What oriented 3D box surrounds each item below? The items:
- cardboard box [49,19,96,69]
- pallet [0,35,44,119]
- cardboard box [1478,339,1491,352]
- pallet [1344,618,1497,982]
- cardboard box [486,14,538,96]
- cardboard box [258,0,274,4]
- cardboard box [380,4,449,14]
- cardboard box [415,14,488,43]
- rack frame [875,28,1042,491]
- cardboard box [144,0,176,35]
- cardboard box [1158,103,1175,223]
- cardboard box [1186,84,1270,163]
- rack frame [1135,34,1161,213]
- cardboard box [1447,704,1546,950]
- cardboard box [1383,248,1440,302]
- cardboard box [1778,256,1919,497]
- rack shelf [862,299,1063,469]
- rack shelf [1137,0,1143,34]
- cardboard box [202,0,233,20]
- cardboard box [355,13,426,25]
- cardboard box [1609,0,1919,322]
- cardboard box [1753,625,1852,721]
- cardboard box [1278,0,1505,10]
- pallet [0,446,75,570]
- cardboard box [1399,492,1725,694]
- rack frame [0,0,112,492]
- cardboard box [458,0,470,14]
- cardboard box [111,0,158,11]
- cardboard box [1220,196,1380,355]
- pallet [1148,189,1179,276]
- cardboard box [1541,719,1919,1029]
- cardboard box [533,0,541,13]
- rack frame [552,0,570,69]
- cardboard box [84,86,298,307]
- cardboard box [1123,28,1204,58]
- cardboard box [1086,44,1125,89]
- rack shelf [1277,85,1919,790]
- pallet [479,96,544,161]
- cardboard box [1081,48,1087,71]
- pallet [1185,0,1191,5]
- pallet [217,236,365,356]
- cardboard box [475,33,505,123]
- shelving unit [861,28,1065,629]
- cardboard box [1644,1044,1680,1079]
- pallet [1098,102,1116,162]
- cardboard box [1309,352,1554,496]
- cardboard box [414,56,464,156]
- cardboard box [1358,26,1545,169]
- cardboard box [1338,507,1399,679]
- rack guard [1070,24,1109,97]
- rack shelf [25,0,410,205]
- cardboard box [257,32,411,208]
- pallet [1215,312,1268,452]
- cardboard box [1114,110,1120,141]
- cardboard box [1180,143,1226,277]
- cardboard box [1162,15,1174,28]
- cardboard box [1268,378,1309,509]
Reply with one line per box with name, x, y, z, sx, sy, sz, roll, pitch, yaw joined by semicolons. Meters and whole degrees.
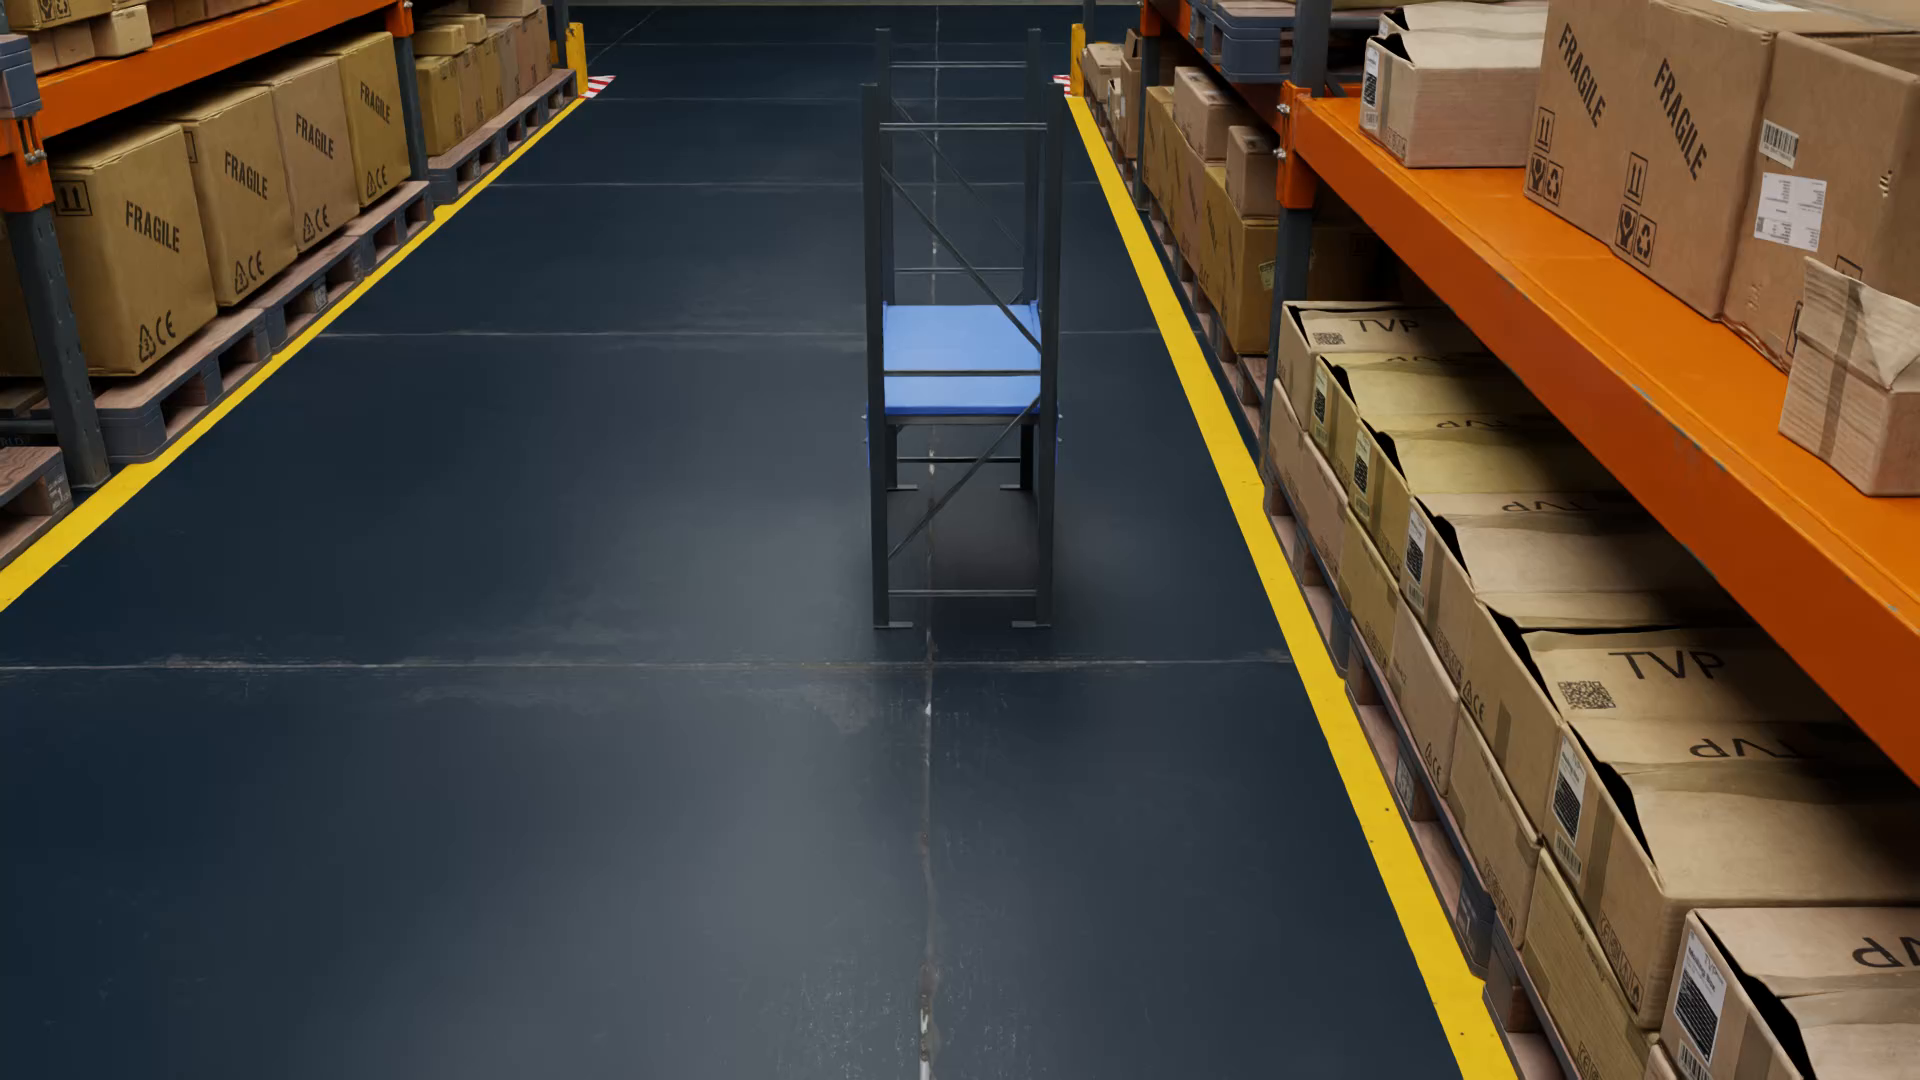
cardboard box;-3.184;-1.689;5.625;0.380;0.149;0.250;0;24;0
pallet;-3.304;-1.173;4.437;1.213;0.211;1.003;0;24;-1
cardboard box;1.787;-0.557;4.988;0.500;0.311;0.500;0;24;1
pallet;1.515;0.534;3.814;1.003;0.211;1.213;0;24;-1
cardboard box;-3.392;-3.409;11.671;0.700;0.500;0.500;0;24;-1
cardboard box;-3.205;-2.435;7.275;0.380;0.149;0.250;-1;24;-2
cardboard box;-3.584;-3.439;10.950;0.380;0.149;0.250;0;24;0
cardboard box;-3.195;-3.216;10.457;0.380;0.149;0.250;-1;24;-2
rack frame;-0.005;-0.858;5.326;0.500;1.500;0.032;0;24;-1
cardboard box;-3.240;-2.009;6.333;0.380;0.149;0.250;0;24;1
cardboard box;1.270;-1.867;8.238;0.500;0.500;0.500;0;24;0
cardboard box;1.270;-1.810;7.202;0.500;0.250;0.500;-1;24;-2
rack frame;1.491;-3.226;8.743;1.000;3.000;0.127;0;24;-1
cardboard box;1.274;0.543;3.236;0.500;0.250;0.500;0;24;1
cardboard box;1.816;-0.828;5.941;0.500;0.500;0.500;1;24;2
cardboard box;1.385;-0.230;2.281;0.396;0.266;0.258;-1;24;-2
rack shelf;0.001;-0.484;4.937;0.538;0.185;1.000;0;24;-1
rack shelf;1.469;-3.722;10.713;1.077;0.370;4.000;0;24;-1
cardboard box;-3.218;-2.217;6.793;0.380;0.149;0.250;0;24;0
cardboard box;-3.578;-3.228;10.484;0.380;0.149;0.250;0;24;0
cardboard box;1.575;-0.715;3.070;0.500;0.500;0.500;0;24;0
cardboard box;1.816;0.285;3.125;0.500;0.311;0.500;-1;24;-2
cardboard box;1.415;-2.074;5.564;0.700;0.500;0.500;-9;26;-18
pallet;-3.411;0.039;4.909;1.003;0.211;1.213;0;24;-1
cardboard box;1.271;0.084;3.571;0.500;0.311;0.500;-1;24;-1
rack frame;-3.418;-1.554;5.046;1.000;3.000;0.127;0;24;-1
cardboard box;-3.591;-3.649;11.415;0.380;0.149;0.250;0;24;0
cardboard box;-3.164;-2.161;5.882;0.500;0.500;0.500;1;24;1
cardboard box;1.290;-1.024;6.373;0.500;0.500;0.500;1;24;2
pallet;1.538;-1.620;8.577;1.003;0.211;1.213;0;24;-1
cardboard box;1.276;0.496;2.659;0.500;0.311;0.500;0;24;1
cardboard box;-3.214;-3.858;11.878;0.380;0.149;0.250;-1;24;-1
rack frame;-3.506;-4.850;12.335;1.000;3.000;0.127;0;24;-1
cardboard box;-3.298;-1.430;6.872;0.750;0.750;0.750;0;24;-1
cardboard box;1.466;-3.063;10.878;0.797;0.503;0.637;0;24;-1
cardboard box;1.175;-3.391;11.909;0.500;0.250;0.500;0;24;-1
rack shelf;1.557;-0.426;3.425;1.077;0.370;4.000;0;24;-1
pallet;-3.408;-2.749;11.073;1.003;0.211;1.213;0;24;-1
cardboard box;1.109;-3.602;12.499;0.380;0.149;0.250;0;24;-1
pallet;1.509;-2.292;6.910;1.003;0.211;1.213;0;24;-1
pallet;-3.362;-1.110;7.448;1.003;0.211;1.213;0;24;-1
cardboard box;-3.373;-2.982;10.727;0.700;0.500;0.500;0;24;1
shelving unit;0.001;-0.648;4.863;0.538;1.500;1.048;0;24;-1
cardboard box;1.284;0.962;2.309;0.500;0.250;0.500;0;24;-1
pallet;1.469;-2.742;11.058;1.003;0.211;1.213;0;24;-1
cardboard box;1.261;-0.338;4.504;0.500;0.311;0.500;-1;24;-2
cardboard box;-3.368;-2.563;9.801;0.700;0.500;0.500;0;24;0
cardboard box;1.351;-1.168;4.300;0.500;0.311;0.500;-1;24;-1
cardboard box;1.265;0.122;4.167;0.500;0.250;0.500;-1;24;-2
rack guard;1.448;-3.704;12.833;1.175;0.500;0.348;0;24;-1
rack shelf;-3.440;-2.050;7.016;1.077;0.370;4.000;0;24;-1
cardboard box;-3.325;-2.147;8.456;0.750;0.750;0.750;0;24;0
pallet;1.565;-0.615;6.354;1.003;0.211;1.213;0;24;-1
cardboard box;1.137;-2.515;10.097;0.380;0.149;0.250;0;24;-1
cardboard box;1.273;-1.453;7.322;0.500;0.500;0.500;-1;24;-3
cardboard box;1.700;-3.713;12.319;0.500;0.500;0.500;0;24;-1
cardboard box;1.247;-0.299;5.099;0.500;0.250;0.500;0;24;-1
